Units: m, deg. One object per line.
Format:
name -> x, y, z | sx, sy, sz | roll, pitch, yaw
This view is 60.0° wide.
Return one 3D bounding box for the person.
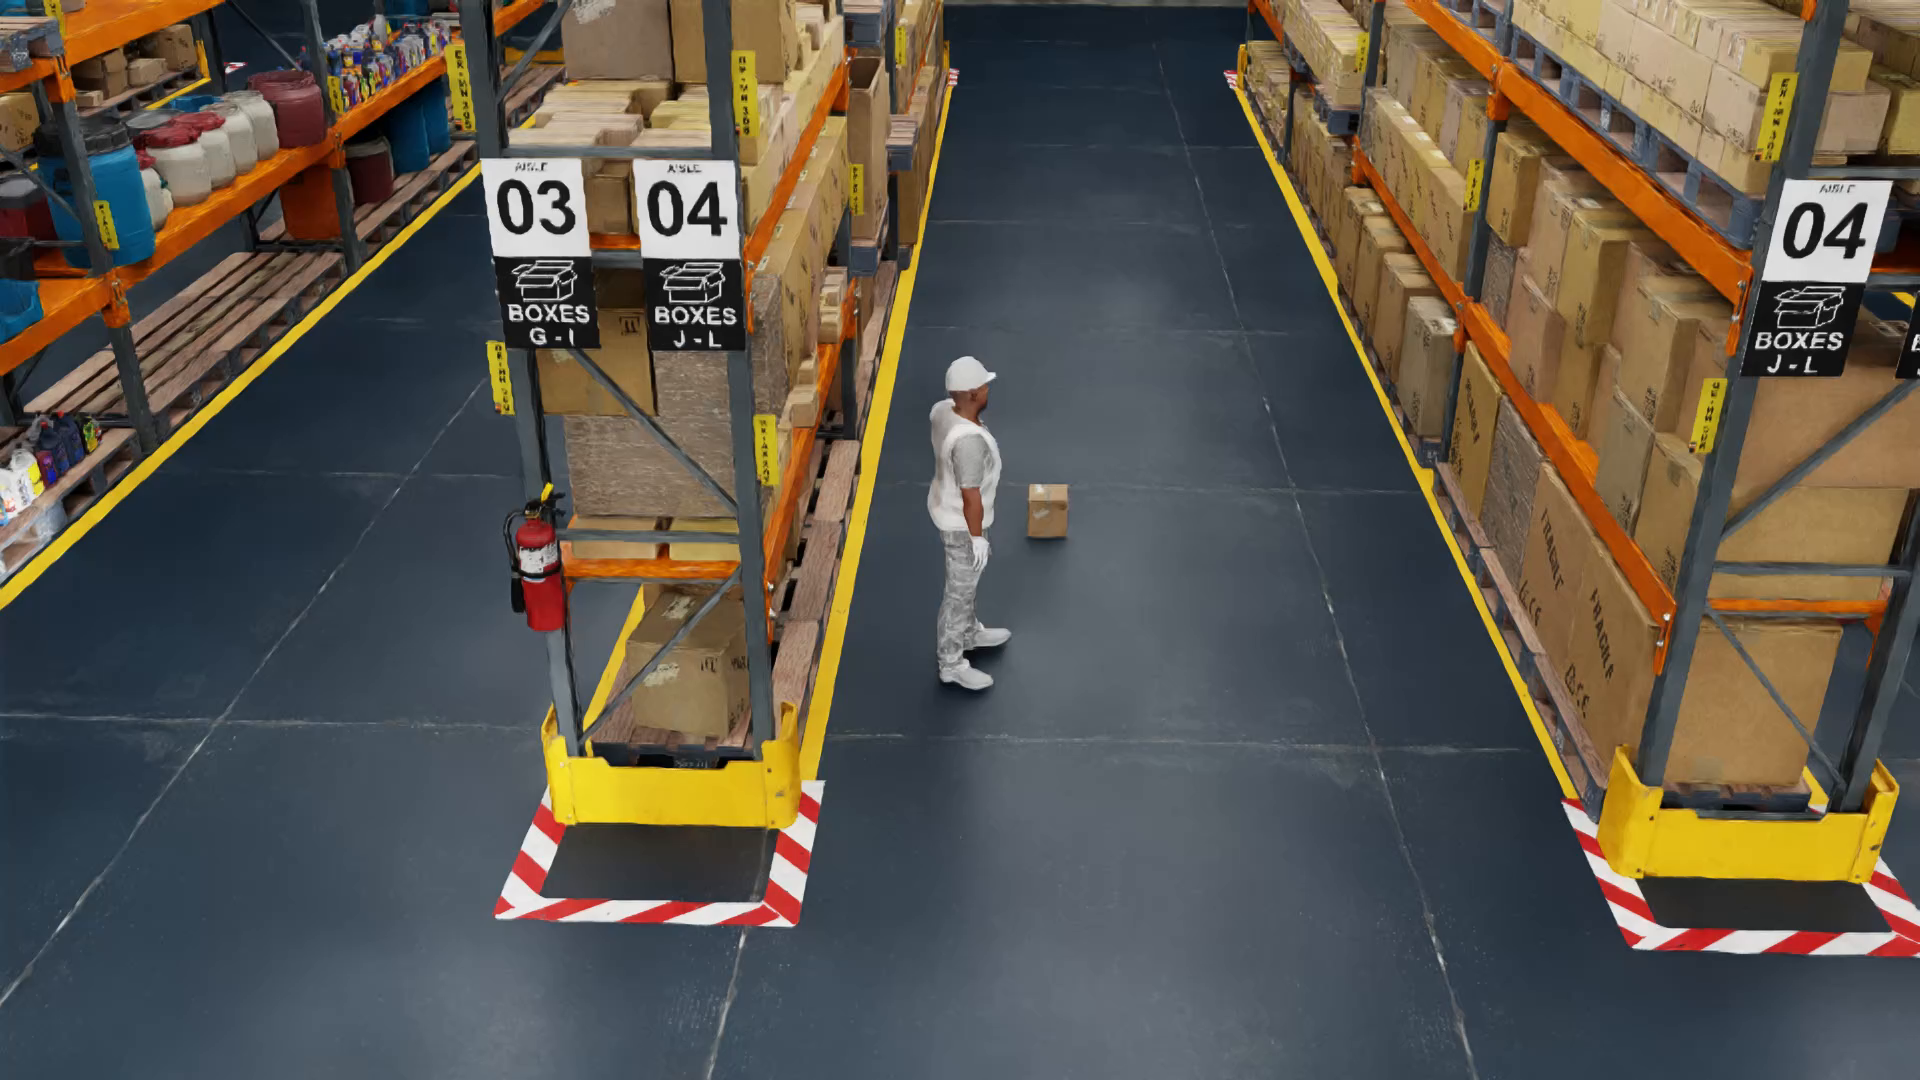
person -> 0.078, -0.123, 8.769 | 0.478, 1.787, 0.620 | -5, 28, -10
